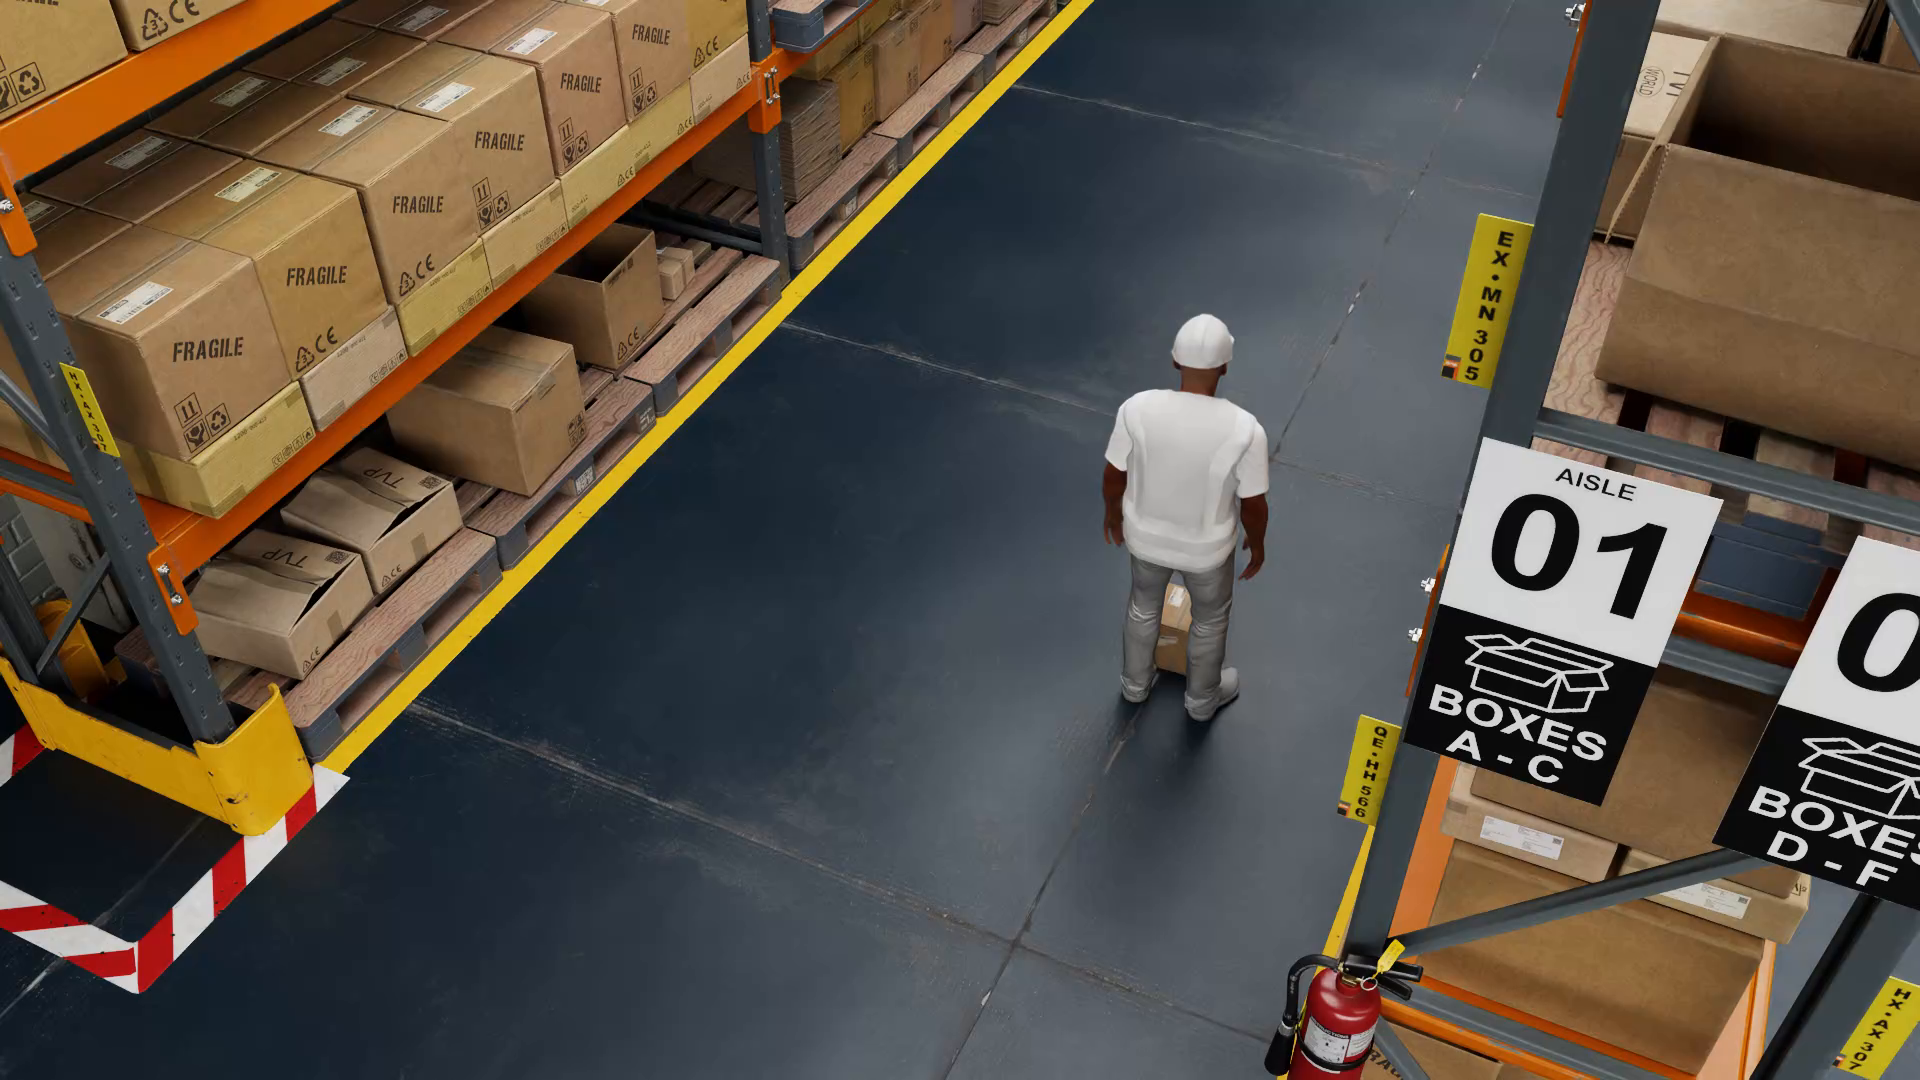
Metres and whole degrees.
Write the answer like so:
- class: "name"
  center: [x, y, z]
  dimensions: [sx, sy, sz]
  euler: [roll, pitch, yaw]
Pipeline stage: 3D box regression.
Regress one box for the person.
- class: "person"
  center: [0.835, -0.048, 6.201]
  dimensions: [0.624, 1.759, 0.463]
  euler: [16, 44, 17]
